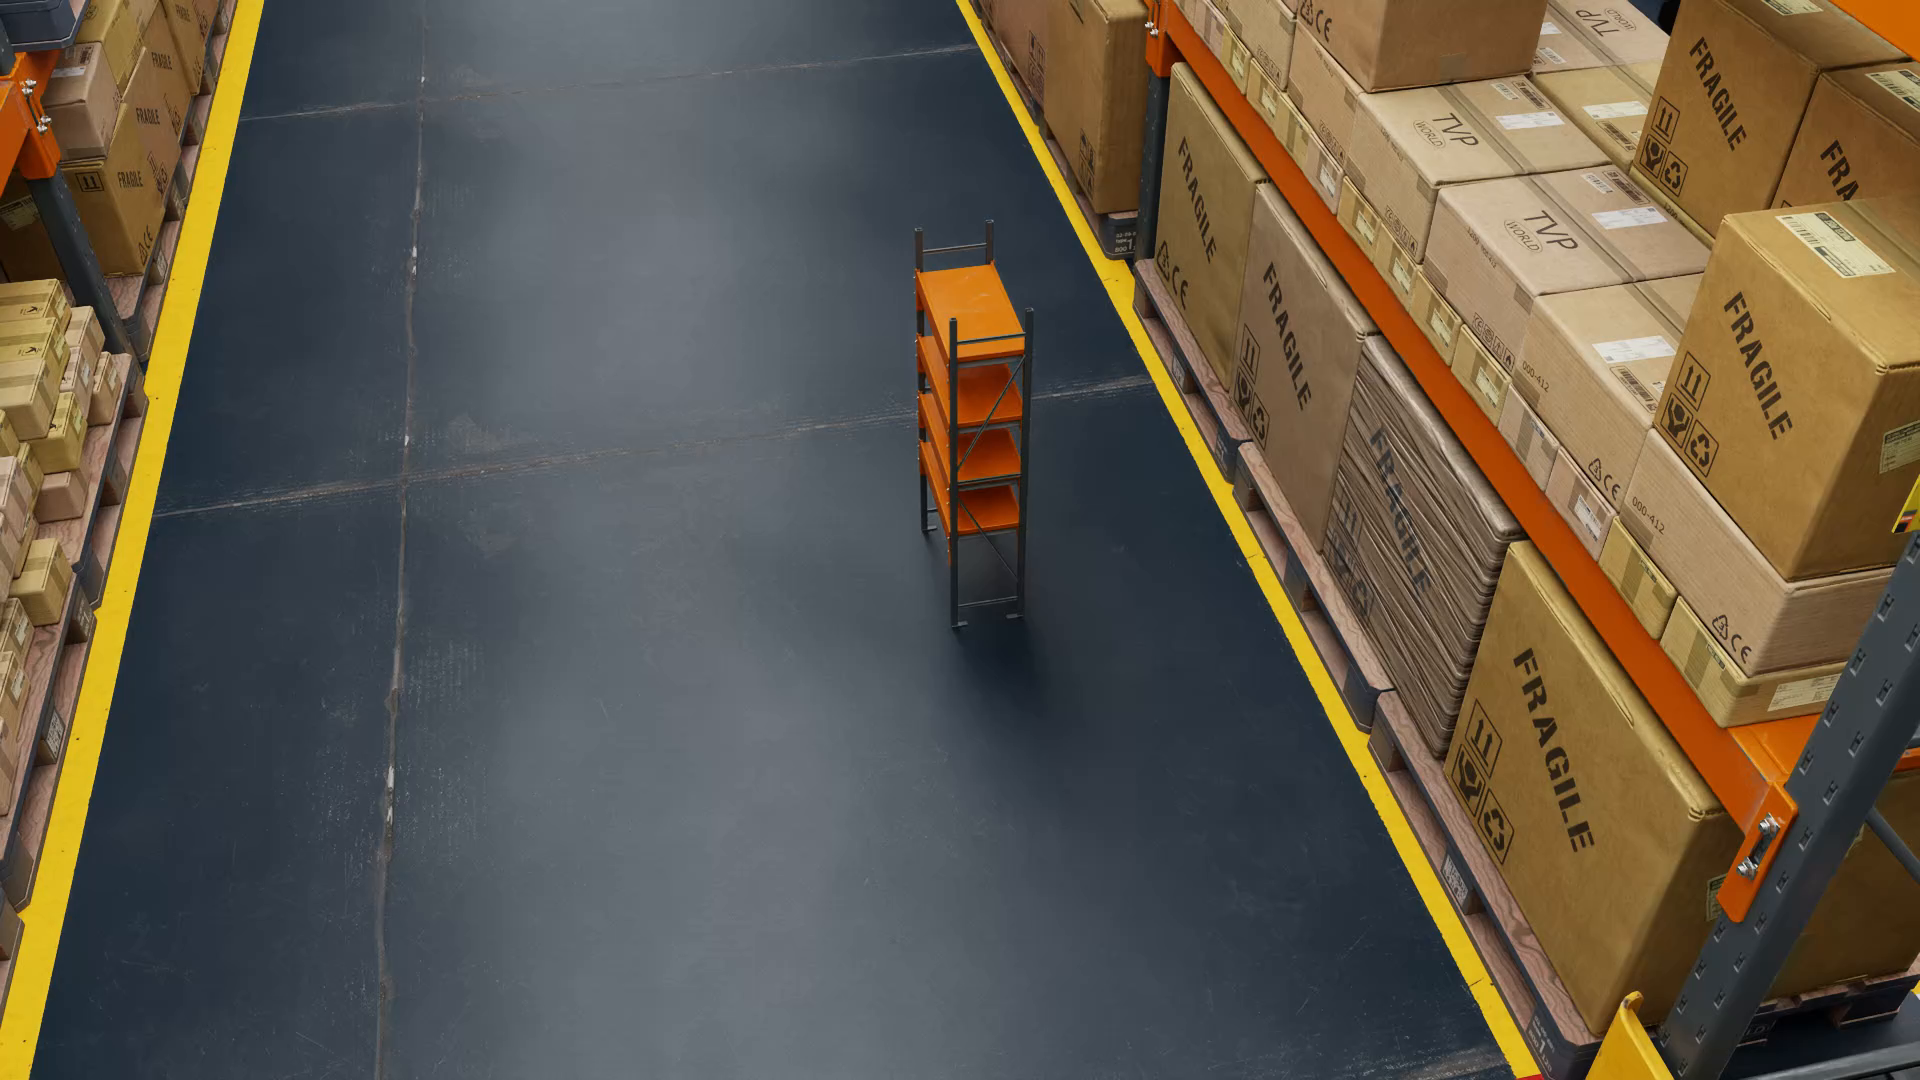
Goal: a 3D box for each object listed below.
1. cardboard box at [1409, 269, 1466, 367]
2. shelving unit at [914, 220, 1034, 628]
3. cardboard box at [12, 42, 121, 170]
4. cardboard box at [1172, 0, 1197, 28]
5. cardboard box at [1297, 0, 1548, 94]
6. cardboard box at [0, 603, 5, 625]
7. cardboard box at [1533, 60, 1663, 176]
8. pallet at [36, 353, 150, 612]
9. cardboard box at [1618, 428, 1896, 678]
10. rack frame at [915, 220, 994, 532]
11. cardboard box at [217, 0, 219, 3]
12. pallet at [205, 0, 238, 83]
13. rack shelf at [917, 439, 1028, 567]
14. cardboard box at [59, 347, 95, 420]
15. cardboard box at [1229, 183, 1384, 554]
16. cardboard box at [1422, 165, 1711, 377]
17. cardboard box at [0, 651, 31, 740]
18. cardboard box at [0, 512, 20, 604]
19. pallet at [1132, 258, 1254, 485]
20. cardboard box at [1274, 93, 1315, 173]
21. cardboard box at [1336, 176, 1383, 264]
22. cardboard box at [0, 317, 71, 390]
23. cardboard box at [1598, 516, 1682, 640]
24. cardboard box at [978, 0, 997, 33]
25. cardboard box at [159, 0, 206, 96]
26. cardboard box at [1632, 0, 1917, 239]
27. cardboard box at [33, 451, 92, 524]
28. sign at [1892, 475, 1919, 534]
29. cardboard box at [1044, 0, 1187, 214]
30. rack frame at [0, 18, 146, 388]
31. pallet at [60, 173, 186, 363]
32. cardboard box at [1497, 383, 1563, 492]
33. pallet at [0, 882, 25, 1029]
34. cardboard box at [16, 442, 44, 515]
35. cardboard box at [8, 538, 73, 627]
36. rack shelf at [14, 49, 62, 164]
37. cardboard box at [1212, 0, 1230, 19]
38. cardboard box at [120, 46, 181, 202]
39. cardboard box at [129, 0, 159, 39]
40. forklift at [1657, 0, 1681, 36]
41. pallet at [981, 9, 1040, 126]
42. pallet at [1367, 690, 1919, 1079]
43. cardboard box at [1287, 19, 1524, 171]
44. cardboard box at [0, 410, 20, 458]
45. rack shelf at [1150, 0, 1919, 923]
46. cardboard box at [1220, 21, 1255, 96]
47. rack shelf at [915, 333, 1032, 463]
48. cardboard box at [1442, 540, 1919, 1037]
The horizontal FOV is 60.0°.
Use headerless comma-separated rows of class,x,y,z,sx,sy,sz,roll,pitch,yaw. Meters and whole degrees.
cardboard box,1.416,-0.606,4.363,0.380,0.149,0.250,-8,42,-9
shelving unit,0.036,-0.341,5.231,0.258,1.200,0.503,-8,42,-9
cardboard box,-3.537,-1.654,6.355,0.500,0.250,0.500,-10,43,-11
cardboard box,0.968,-1.946,5.872,0.380,0.149,0.250,-8,42,-9
cardboard box,1.299,-1.611,4.629,0.500,0.500,0.500,-10,42,-11
cardboard box,-3.041,0.183,4.892,0.380,0.149,0.250,-10,43,-11
cardboard box,1.911,-1.091,4.609,0.500,0.250,0.500,-9,42,-10
pallet,-3.456,-0.161,5.772,1.003,0.211,1.213,-8,42,-9
cardboard box,1.729,-0.018,3.399,0.500,0.250,0.500,-9,42,-10
rack frame,-0.017,-0.500,5.409,0.240,1.200,0.015,-8,42,-9
cardboard box,-4.102,-3.060,8.504,0.500,0.500,0.500,-9,42,-9
pallet,-4.332,-2.677,8.607,1.003,0.211,1.213,-8,42,-9
rack shelf,0.036,-0.143,5.407,0.258,0.148,0.480,-8,42,-9
cardboard box,-3.187,-0.504,5.665,0.380,0.149,0.250,-10,43,-11
cardboard box,1.488,-0.619,5.472,0.875,0.875,0.875,-8,42,-9
cardboard box,1.510,-0.677,4.142,0.500,0.250,0.500,-10,43,-11
cardboard box,-2.920,0.481,4.779,0.380,0.149,0.250,-8,42,-9
cardboard box,-2.951,0.081,4.783,0.380,0.149,0.250,-10,43,-11
pallet,1.317,-0.732,6.416,1.003,0.211,1.213,-8,42,-9
cardboard box,1.197,-1.269,5.109,0.380,0.149,0.250,-9,42,-10
cardboard box,1.307,-0.936,4.734,0.380,0.149,0.250,-9,42,-11
cardboard box,-3.211,-0.594,5.543,0.380,0.149,0.250,-8,42,-9
cardboard box,1.637,0.056,3.617,0.380,0.149,0.250,-8,42,-9
cardboard box,0.680,-3.205,8.386,1.225,0.875,0.875,-8,42,-9
cardboard box,-3.863,-2.383,7.741,0.500,0.500,0.500,-10,43,-11
cardboard box,2.027,-1.031,3.976,0.500,0.500,0.500,-9,42,-10
cardboard box,-3.124,-0.177,5.521,0.380,0.149,0.250,-10,43,-11
sign,1.560,-0.139,2.597,0.100,0.325,0.005,-8,42,-9
cardboard box,1.072,-2.054,7.088,1.225,0.875,0.875,-8,42,-9
rack frame,-3.635,-1.634,5.331,1.000,3.000,0.127,-8,42,-9
pallet,-3.805,-1.096,6.825,1.003,0.211,1.213,-8,42,-9
cardboard box,1.530,-0.270,3.984,0.380,0.149,0.250,-8,42,-9
pallet,-2.929,1.421,3.991,1.003,0.211,1.213,-8,42,-9
cardboard box,-3.153,-0.156,5.274,0.380,0.149,0.250,-8,42,-9
cardboard box,-2.995,0.151,5.151,0.380,0.149,0.250,-8,42,-9
rack shelf,-4.067,-2.662,7.031,1.077,0.370,4.000,-8,42,-9
cardboard box,1.075,-1.992,5.624,0.500,0.250,0.500,-9,42,-10
cardboard box,-3.652,-1.716,6.990,0.500,0.500,0.500,-7,42,-7
cardboard box,-3.760,-2.330,7.117,0.500,0.250,0.500,-7,42,-8
forklift,2.607,-2.013,5.810,1.130,2.935,3.031,-25,47,-26
pallet,0.722,-2.518,8.428,1.003,0.211,1.213,-8,42,-9
pallet,1.844,0.849,4.634,1.003,0.211,1.213,-8,42,-9
cardboard box,1.295,-1.334,4.883,0.500,0.250,0.500,-7,42,-8
cardboard box,-3.170,-0.255,5.160,0.380,0.149,0.250,-7,42,-8
rack shelf,1.661,-0.714,4.837,1.077,0.370,4.000,-8,42,-9
cardboard box,1.083,-1.605,5.488,0.380,0.149,0.250,-7,42,-8
rack shelf,0.036,-0.458,5.127,0.258,0.148,0.480,-8,42,-9
cardboard box,1.877,0.548,4.158,0.875,0.875,0.875,-8,42,-9
